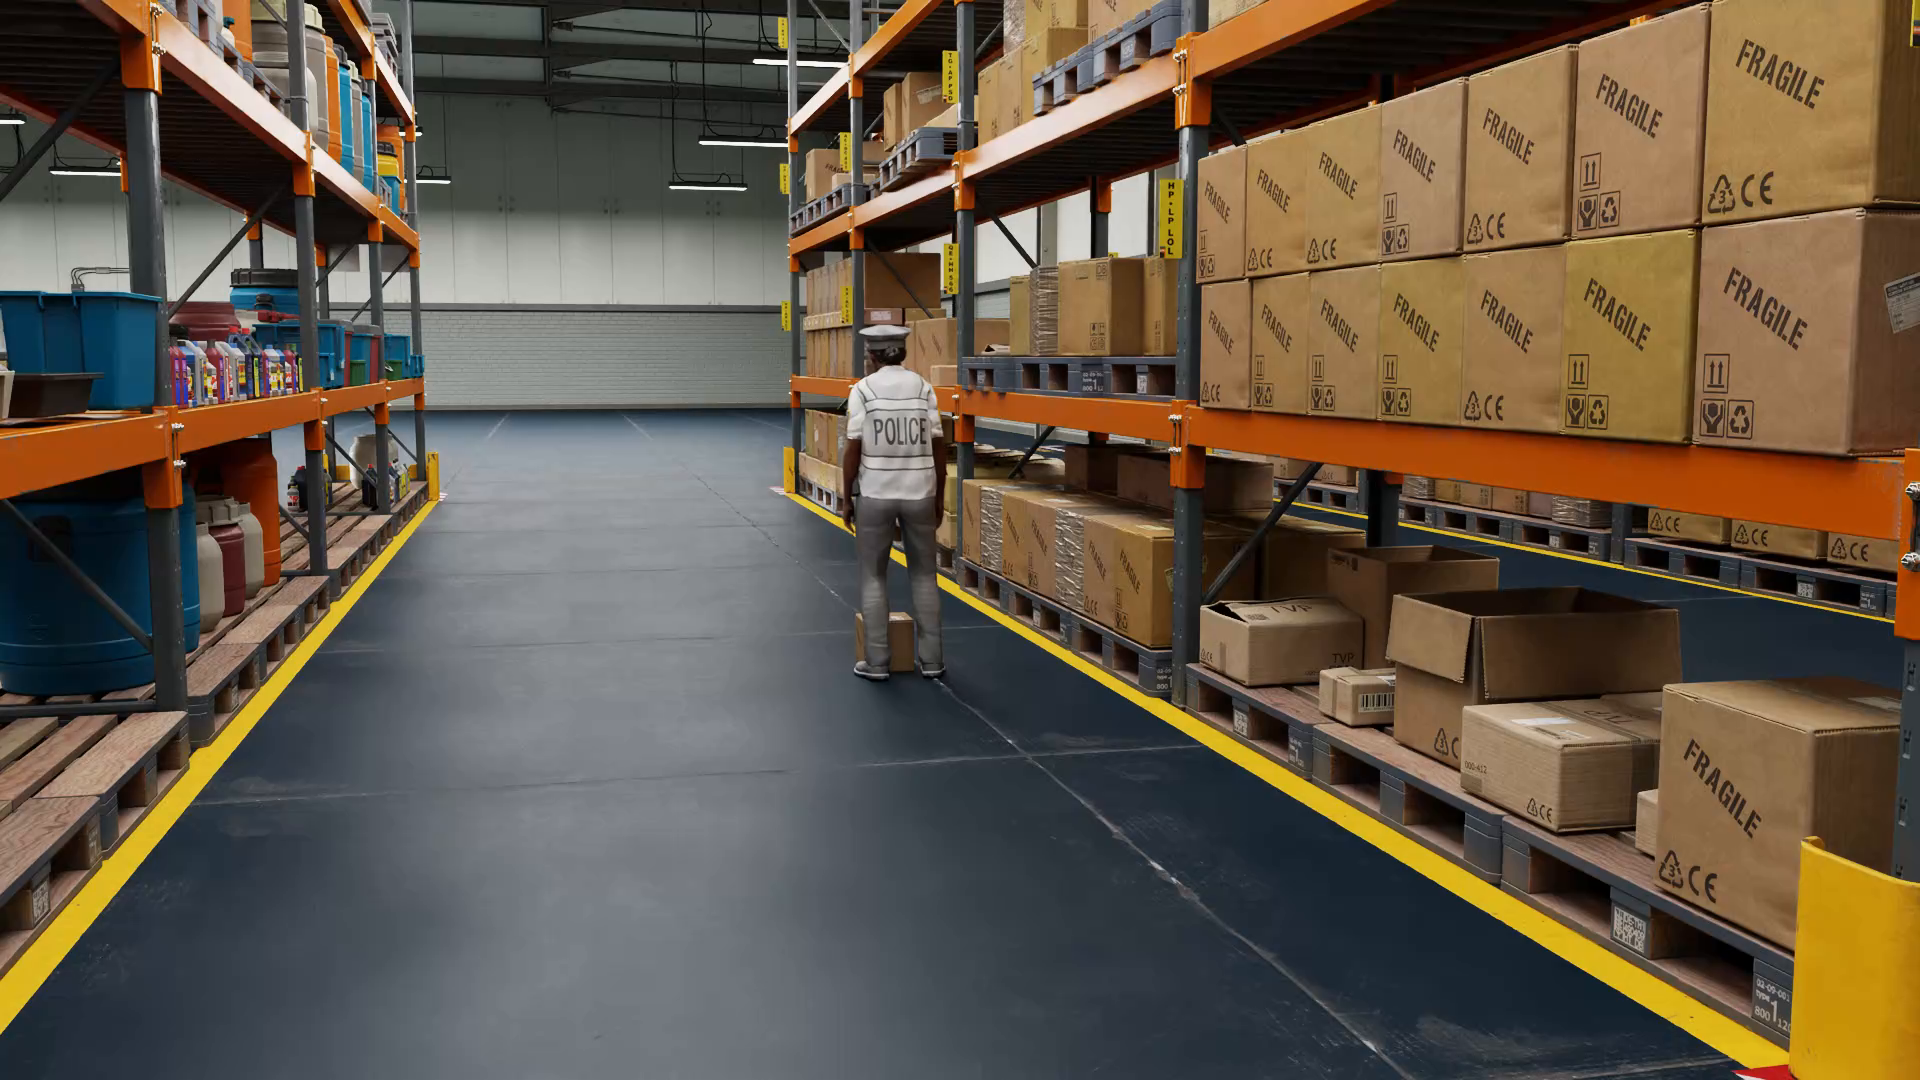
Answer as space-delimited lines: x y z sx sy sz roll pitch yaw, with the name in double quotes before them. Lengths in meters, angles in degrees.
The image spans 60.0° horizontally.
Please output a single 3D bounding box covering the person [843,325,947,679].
"person" -0.301 -0.177 7.816 0.512 1.657 0.399 -2 6 -14
